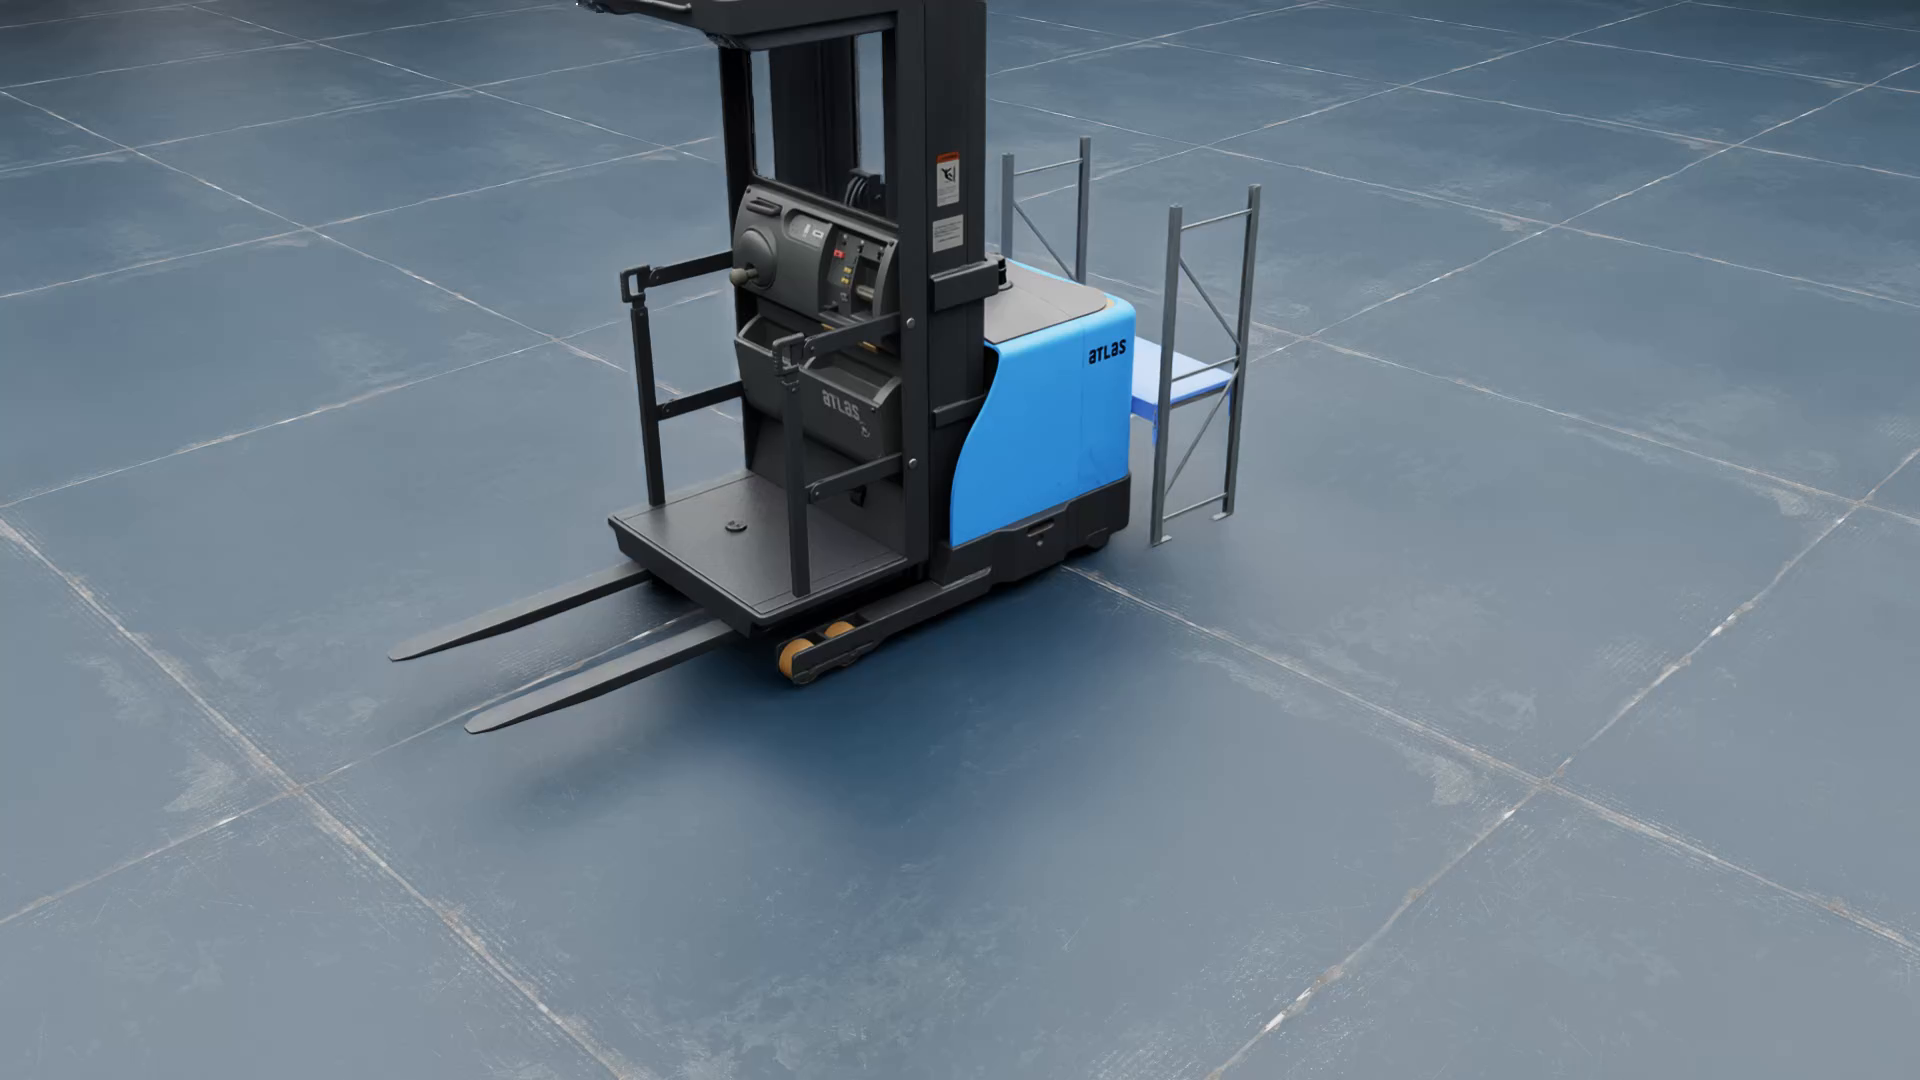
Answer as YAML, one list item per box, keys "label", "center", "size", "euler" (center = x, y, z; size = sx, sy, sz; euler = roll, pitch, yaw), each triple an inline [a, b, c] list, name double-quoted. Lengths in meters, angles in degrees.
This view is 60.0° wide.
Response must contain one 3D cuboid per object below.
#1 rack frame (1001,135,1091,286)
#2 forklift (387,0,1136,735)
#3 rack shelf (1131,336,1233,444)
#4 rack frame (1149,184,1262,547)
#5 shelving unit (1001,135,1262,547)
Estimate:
- label: "rack frame"
  center: [0.387, -1.082, 7.695]
  size: [0.500, 1.500, 0.032]
  euler: [-21, 34, -34]
- label: "forklift"
  center: [-0.707, -1.034, 6.066]
  size: [3.031, 2.935, 1.130]
  euler: [-22, 35, -36]
- label: "rack shelf"
  center: [0.706, -0.738, 7.429]
  size: [0.538, 0.185, 1.000]
  euler: [-21, 34, -34]
- label: "rack frame"
  center: [1.025, -0.713, 6.995]
  size: [0.500, 1.500, 0.032]
  euler: [-21, 34, -34]
- label: "shelving unit"
  center: [0.706, -0.897, 7.345]
  size: [0.538, 1.500, 1.048]
  euler: [-21, 34, -34]
